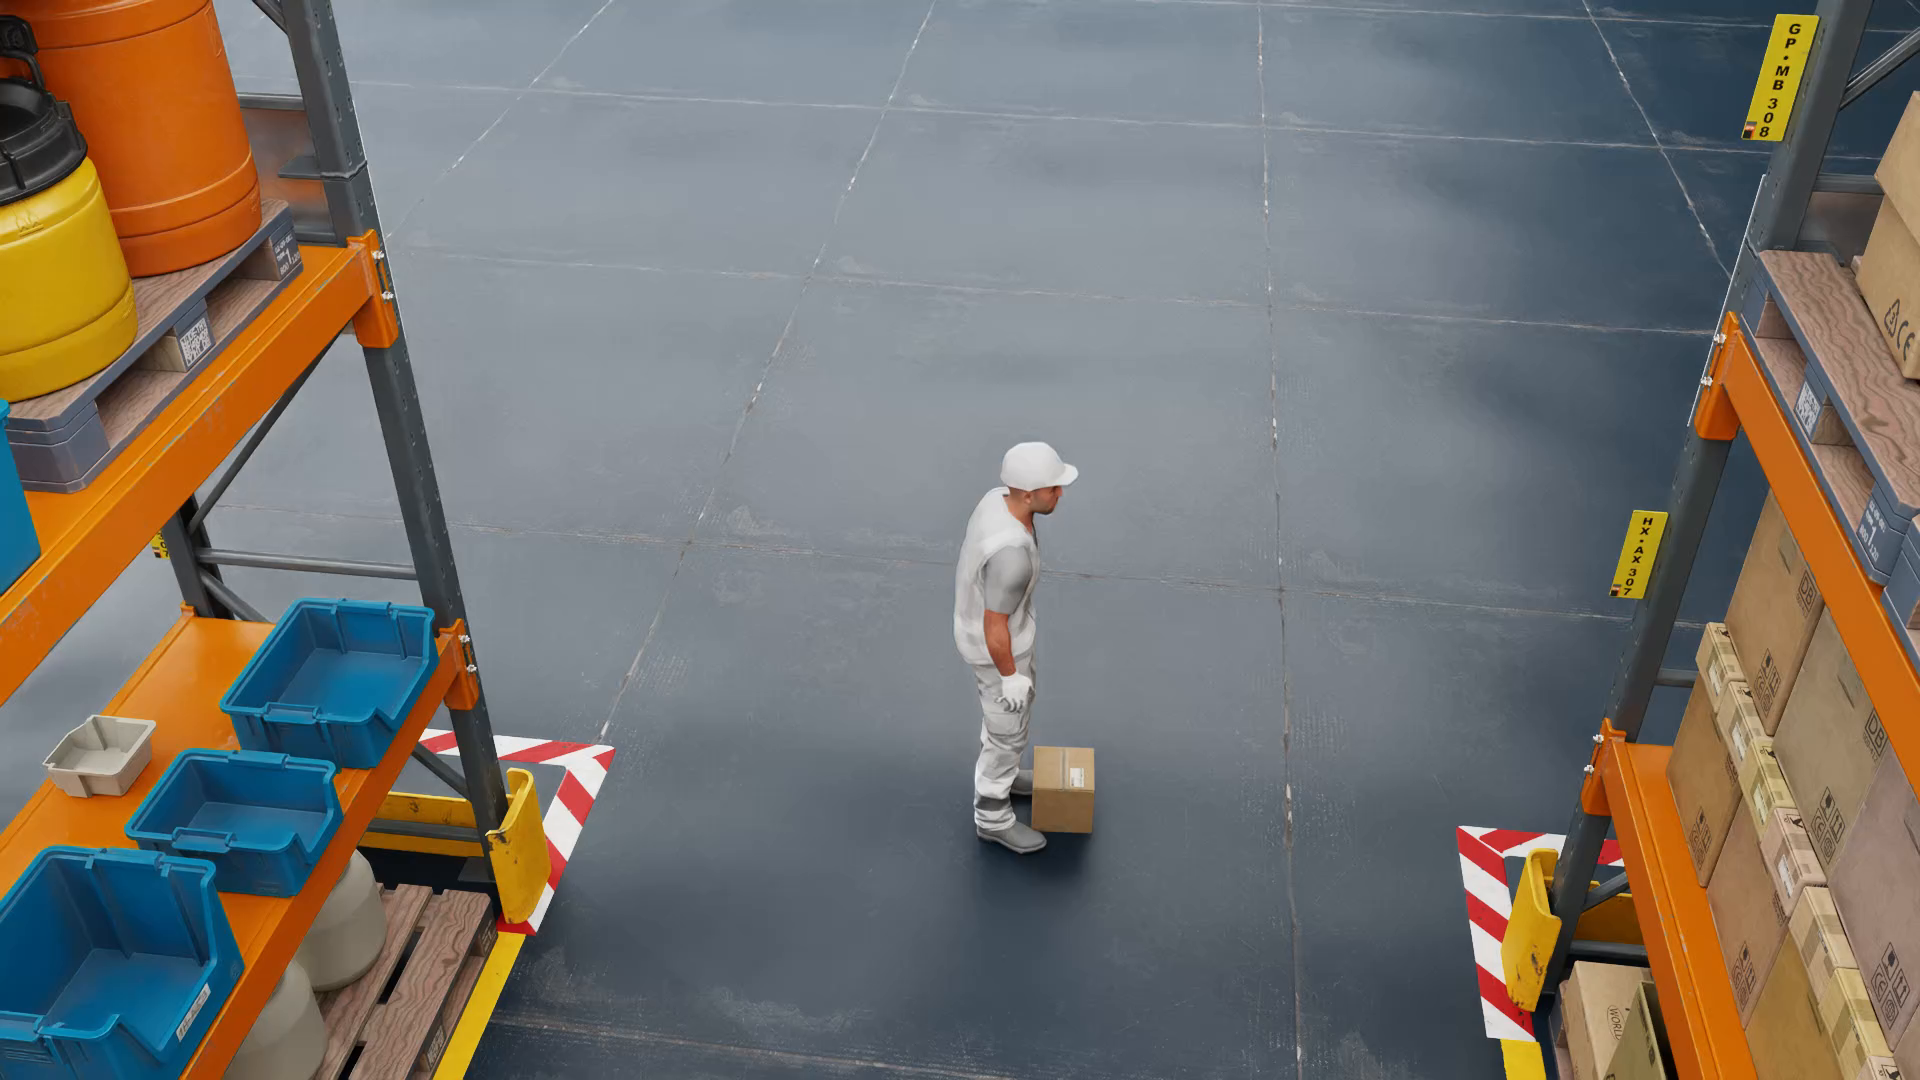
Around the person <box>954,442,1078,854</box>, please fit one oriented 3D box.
[{"bbox_3d":[0.203,0.392,6.486,0.453,1.778,0.616,2,36,3],"label":"person"}]
